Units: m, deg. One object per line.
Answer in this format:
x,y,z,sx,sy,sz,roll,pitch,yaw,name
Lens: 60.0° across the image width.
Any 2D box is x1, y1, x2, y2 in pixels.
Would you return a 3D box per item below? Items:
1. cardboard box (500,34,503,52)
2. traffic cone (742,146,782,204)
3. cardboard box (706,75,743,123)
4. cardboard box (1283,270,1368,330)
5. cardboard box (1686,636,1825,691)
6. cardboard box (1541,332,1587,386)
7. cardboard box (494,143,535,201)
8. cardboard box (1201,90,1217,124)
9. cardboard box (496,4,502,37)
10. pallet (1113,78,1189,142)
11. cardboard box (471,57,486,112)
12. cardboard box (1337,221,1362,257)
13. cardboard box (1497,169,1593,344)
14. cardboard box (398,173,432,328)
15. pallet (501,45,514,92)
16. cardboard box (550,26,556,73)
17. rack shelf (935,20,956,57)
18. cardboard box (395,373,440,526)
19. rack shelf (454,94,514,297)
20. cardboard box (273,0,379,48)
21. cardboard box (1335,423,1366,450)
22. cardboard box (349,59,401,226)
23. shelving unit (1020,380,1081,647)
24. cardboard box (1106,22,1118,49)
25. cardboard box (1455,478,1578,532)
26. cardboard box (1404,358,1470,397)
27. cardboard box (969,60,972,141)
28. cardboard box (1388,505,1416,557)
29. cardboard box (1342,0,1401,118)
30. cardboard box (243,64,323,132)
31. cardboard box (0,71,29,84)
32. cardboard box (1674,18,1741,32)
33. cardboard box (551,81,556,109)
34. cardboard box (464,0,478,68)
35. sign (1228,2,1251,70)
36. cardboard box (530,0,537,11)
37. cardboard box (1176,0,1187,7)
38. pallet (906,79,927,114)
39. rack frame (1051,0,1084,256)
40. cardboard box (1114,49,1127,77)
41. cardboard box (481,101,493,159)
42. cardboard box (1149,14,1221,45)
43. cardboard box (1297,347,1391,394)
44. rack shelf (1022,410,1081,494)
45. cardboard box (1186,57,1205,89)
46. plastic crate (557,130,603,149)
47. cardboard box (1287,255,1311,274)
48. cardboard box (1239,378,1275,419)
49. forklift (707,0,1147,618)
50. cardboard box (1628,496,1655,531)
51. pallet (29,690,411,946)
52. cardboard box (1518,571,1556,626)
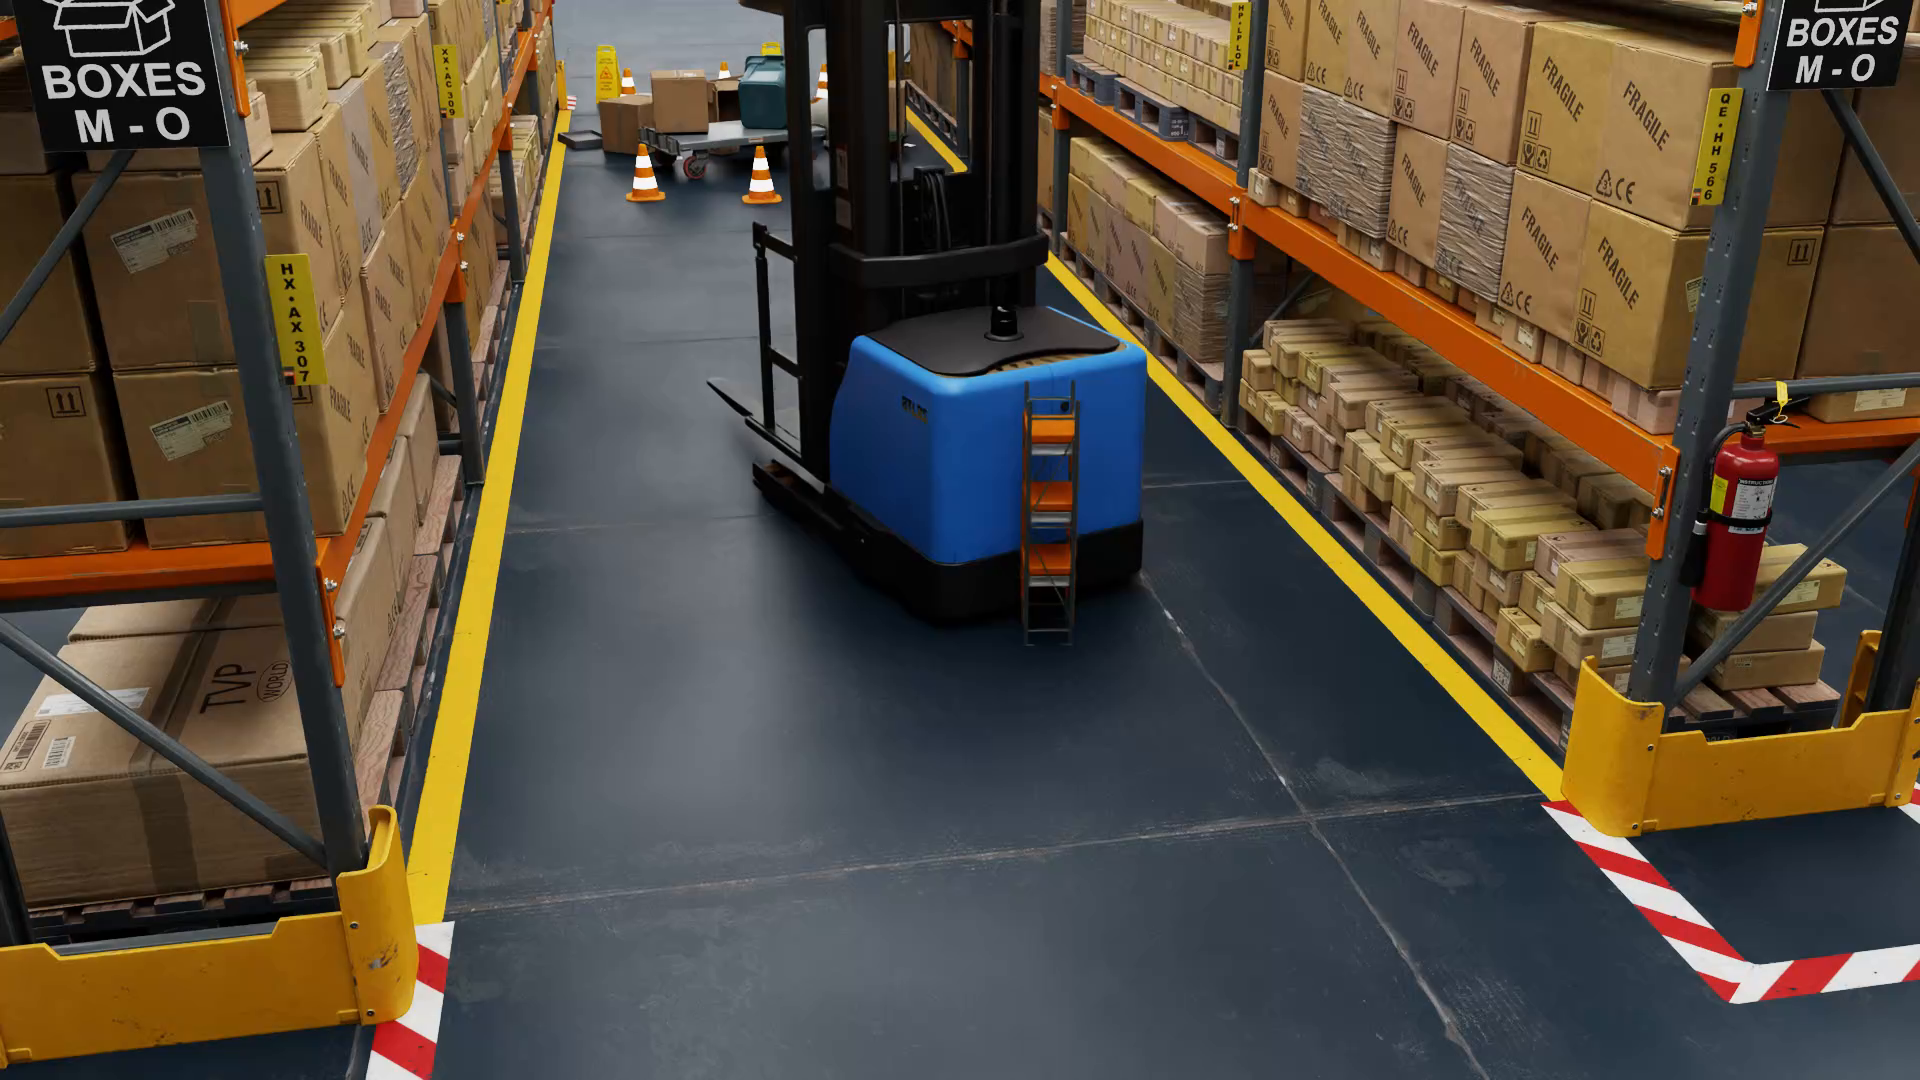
-3.540,-3.651,12.152,0.380,0.149,0.250,-6,24,-13,cardboard box
-1.736,-3.194,14.486,0.336,0.463,0.334,-4,24,-10,traffic cone
-2.304,-4.707,17.898,0.637,0.503,0.797,18,29,36,cardboard box
2.072,-1.398,9.801,0.500,0.500,0.500,-3,24,-8,cardboard box
2.905,0.417,6.084,0.380,0.149,0.250,-4,24,-9,cardboard box
2.279,-0.657,5.821,0.380,0.149,0.250,-5,24,-10,cardboard box
-4.012,-3.007,13.646,0.950,0.372,0.625,-4,24,-8,cardboard box
1.587,-2.460,9.423,0.380,0.149,0.250,-4,24,-10,cardboard box
-3.494,-3.776,11.627,0.500,0.500,0.500,-5,24,-11,cardboard box
1.614,-2.750,10.539,1.003,0.211,1.213,-4,24,-10,pallet
-2.989,-2.591,9.497,0.500,0.250,0.500,-5,24,-11,cardboard box
1.927,-1.381,7.478,0.380,0.149,0.250,-4,24,-9,cardboard box
2.261,-1.010,5.818,0.500,0.500,0.500,-5,24,-11,cardboard box
-2.353,-1.118,6.437,0.500,0.500,0.500,-5,24,-11,cardboard box
-3.874,-3.392,12.009,1.213,0.211,1.003,-4,24,-10,pallet
-4.713,-5.335,18.190,0.500,0.500,0.500,-4,24,-9,cardboard box
0.099,-5.644,17.824,1.077,0.370,4.000,-4,24,-10,rack shelf
-2.888,-0.398,7.589,0.875,0.438,0.875,-5,24,-11,cardboard box
-3.268,-2.091,9.689,1.077,0.370,4.000,-4,24,-10,rack shelf
-2.404,-1.933,6.244,0.380,0.149,0.250,-4,24,-10,cardboard box
1.991,-0.494,7.799,0.380,0.149,0.250,-3,24,-7,cardboard box
-2.266,-1.376,5.778,0.500,0.500,0.500,-4,24,-10,cardboard box
0.357,-0.098,6.663,0.215,1.050,0.252,0,24,-1,shelving unit
1.205,-3.411,11.230,0.380,0.149,0.250,-5,24,-11,cardboard box
2.192,-0.117,6.565,0.380,0.149,0.250,-5,24,-12,cardboard box
2.380,-0.776,8.072,0.380,0.149,0.250,-4,24,-8,cardboard box
0.672,-4.111,15.701,1.050,0.750,0.750,-4,24,-10,cardboard box
2.076,-0.049,7.153,0.380,0.149,0.250,-4,24,-9,cardboard box
1.965,-2.082,7.023,0.500,0.500,0.500,-4,24,-9,cardboard box
-2.006,-1.231,4.636,0.380,0.149,0.250,-4,24,-8,cardboard box
-2.623,-1.182,4.524,0.380,0.149,0.250,-5,24,-10,cardboard box
2.766,-1.502,5.695,0.500,0.500,0.500,-4,24,-8,cardboard box
-4.615,-4.784,17.867,0.500,0.250,0.500,-4,24,-10,cardboard box
-3.011,-2.931,9.339,0.500,0.500,0.500,-5,24,-11,cardboard box
1.403,-2.528,8.345,0.100,0.325,0.005,-4,24,-10,sign
-4.185,-5.157,15.313,0.500,0.500,0.500,-4,24,-10,cardboard box
1.749,-3.805,11.760,0.380,0.149,0.250,-5,24,-12,cardboard box
-0.047,-5.174,19.333,1.003,0.211,1.213,-4,24,-10,pallet
1.208,-3.614,12.276,1.000,3.000,0.127,-4,24,-10,rack frame
1.244,-3.182,11.078,0.380,0.149,0.250,-3,24,-7,cardboard box
-2.980,-2.362,9.597,0.500,0.250,0.500,-5,24,-11,cardboard box
1.390,-3.152,10.266,0.380,0.149,0.250,-5,24,-10,cardboard box
1.896,-0.840,8.219,0.380,0.149,0.250,-5,24,-10,cardboard box
0.357,-0.349,6.554,0.215,0.259,0.240,0,24,-1,rack shelf
1.532,-2.704,9.612,0.380,0.149,0.250,-5,24,-11,cardboard box
-3.862,-4.121,17.086,0.402,0.080,0.583,-13,27,-28,plastic crate
2.071,-1.741,9.650,0.500,0.250,0.500,-5,24,-12,cardboard box
1.699,-0.759,8.778,0.380,0.149,0.250,-5,24,-12,cardboard box
-0.368,-1.570,7.683,1.130,2.935,3.031,-13,27,-27,forklift
2.834,-0.065,6.445,0.380,0.149,0.250,-4,24,-10,cardboard box
-2.383,0.908,5.407,1.003,0.211,1.213,-4,24,-10,pallet
2.314,0.217,6.170,0.380,0.149,0.250,-5,24,-11,cardboard box
